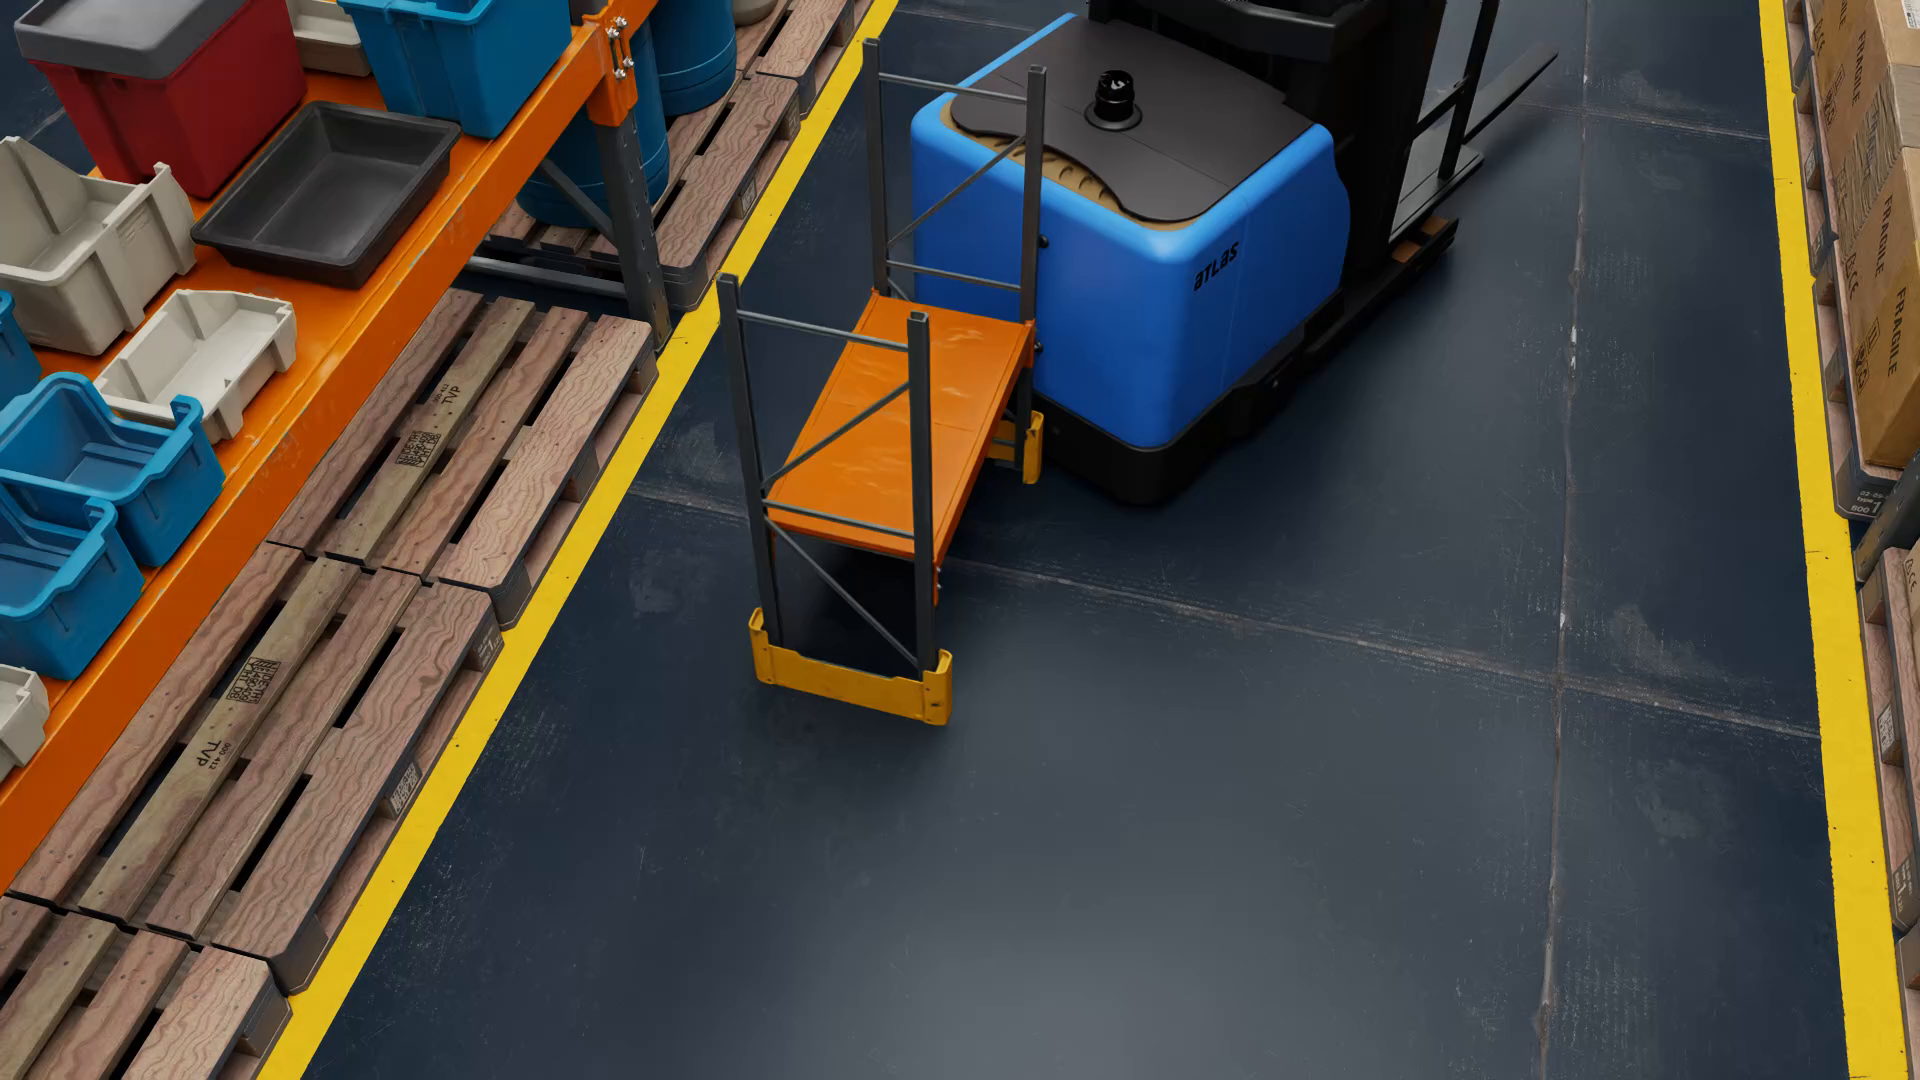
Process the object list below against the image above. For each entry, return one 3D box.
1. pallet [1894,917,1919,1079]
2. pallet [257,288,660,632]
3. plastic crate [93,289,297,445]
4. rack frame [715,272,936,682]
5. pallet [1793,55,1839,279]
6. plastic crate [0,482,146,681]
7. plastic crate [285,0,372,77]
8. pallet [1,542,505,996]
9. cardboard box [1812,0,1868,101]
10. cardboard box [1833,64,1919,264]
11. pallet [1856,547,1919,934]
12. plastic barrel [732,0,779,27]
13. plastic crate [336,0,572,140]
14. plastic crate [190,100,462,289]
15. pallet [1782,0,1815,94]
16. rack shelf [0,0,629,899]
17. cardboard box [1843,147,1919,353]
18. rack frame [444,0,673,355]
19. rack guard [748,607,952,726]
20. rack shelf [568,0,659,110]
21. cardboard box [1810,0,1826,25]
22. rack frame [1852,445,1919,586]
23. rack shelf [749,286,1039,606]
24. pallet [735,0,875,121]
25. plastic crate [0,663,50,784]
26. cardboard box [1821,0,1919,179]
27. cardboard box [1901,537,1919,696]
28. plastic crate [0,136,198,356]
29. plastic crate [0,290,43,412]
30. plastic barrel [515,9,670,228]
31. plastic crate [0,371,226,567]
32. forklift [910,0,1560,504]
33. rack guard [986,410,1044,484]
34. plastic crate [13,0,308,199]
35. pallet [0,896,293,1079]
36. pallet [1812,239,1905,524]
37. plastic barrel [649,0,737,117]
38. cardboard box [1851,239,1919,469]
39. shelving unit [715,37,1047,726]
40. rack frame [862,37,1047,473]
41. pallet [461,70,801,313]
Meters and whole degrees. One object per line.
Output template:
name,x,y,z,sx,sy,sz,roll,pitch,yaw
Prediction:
pallet,2.759,1.501,3.785,1.003,0.211,1.213,12,50,10
pallet,-1.674,-0.322,5.393,1.003,0.211,1.213,12,50,10
plastic crate,-1.686,-0.398,3.736,0.293,0.136,0.466,12,50,10
rack frame,-0.312,-0.050,4.294,0.500,1.500,0.032,13,50,11
pallet,3.757,-1.362,6.312,1.003,0.211,1.213,12,50,10
plastic crate,-1.841,0.079,3.252,0.416,0.233,0.300,12,50,10
plastic crate,-1.778,-1.408,4.628,0.396,0.136,0.243,12,50,10
pallet,-1.993,0.563,4.612,1.003,0.211,1.213,12,50,10
cardboard box,3.648,-2.001,6.389,0.500,0.500,0.500,11,49,10
cardboard box,3.384,-1.254,5.730,0.500,0.500,0.500,12,50,11
pallet,3.078,0.615,4.566,1.003,0.211,1.213,12,50,10
plastic barrel,-0.937,-2.393,6.741,0.421,0.512,0.421,0,49,0
plastic crate,-1.311,-1.394,4.450,0.392,0.384,0.575,12,50,10
plastic crate,-1.553,-0.850,4.143,0.437,0.125,0.590,12,50,10
pallet,4.080,-2.242,7.088,1.003,0.211,1.213,12,50,10
rack shelf,-2.044,-0.099,3.817,1.077,0.370,4.000,12,50,10
cardboard box,3.252,-0.892,5.410,0.500,0.500,0.500,12,50,10
rack frame,-1.518,-1.784,4.824,1.000,3.000,0.127,12,50,10
rack guard,-0.311,0.362,4.764,0.587,0.250,0.087,13,50,11
rack shelf,-0.991,-2.993,6.370,1.077,0.370,4.000,12,50,10
cardboard box,3.785,-2.363,6.709,0.500,0.500,0.500,10,49,9
rack frame,3.260,-0.804,3.959,1.000,3.000,0.127,12,50,10
rack shelf,-0.164,-0.296,4.751,0.538,0.185,1.000,13,50,11
pallet,-0.955,-2.297,7.136,1.003,0.211,1.213,12,50,10
plastic crate,-1.845,0.357,3.070,0.250,0.136,0.298,12,50,10
cardboard box,3.516,-1.623,6.055,0.500,0.500,0.500,10,49,9
cardboard box,2.941,0.201,4.572,0.500,0.311,0.500,12,50,10
plastic crate,-2.097,-0.697,3.903,0.437,0.282,0.530,12,50,10
plastic crate,-2.277,-0.391,3.666,0.416,0.233,0.300,12,50,10
plastic barrel,-1.358,-1.619,5.798,0.600,0.901,0.708,12,50,10
plastic crate,-1.762,-0.138,3.443,0.416,0.233,0.300,12,50,10
forklift,1.179,-2.117,5.164,1.130,2.935,3.031,33,56,26
rack guard,-0.023,-0.352,5.394,0.587,0.250,0.087,13,50,11
plastic crate,-1.995,-1.229,4.251,0.402,0.464,0.583,12,50,10
pallet,-2.316,1.443,3.836,1.003,0.211,1.213,12,50,10
pallet,3.438,-0.477,5.530,1.003,0.211,1.213,12,50,10
plastic barrel,-1.172,-2.131,6.250,0.600,0.901,0.708,12,50,10
cardboard box,3.114,-0.536,5.096,0.500,0.500,0.500,11,50,10
shelving unit,-0.167,-0.409,4.610,0.587,1.500,1.083,13,50,11
rack frame,-0.017,-0.780,4.938,0.500,1.500,0.032,13,50,11
pallet,-1.274,-1.411,6.355,1.003,0.211,1.213,12,50,10
